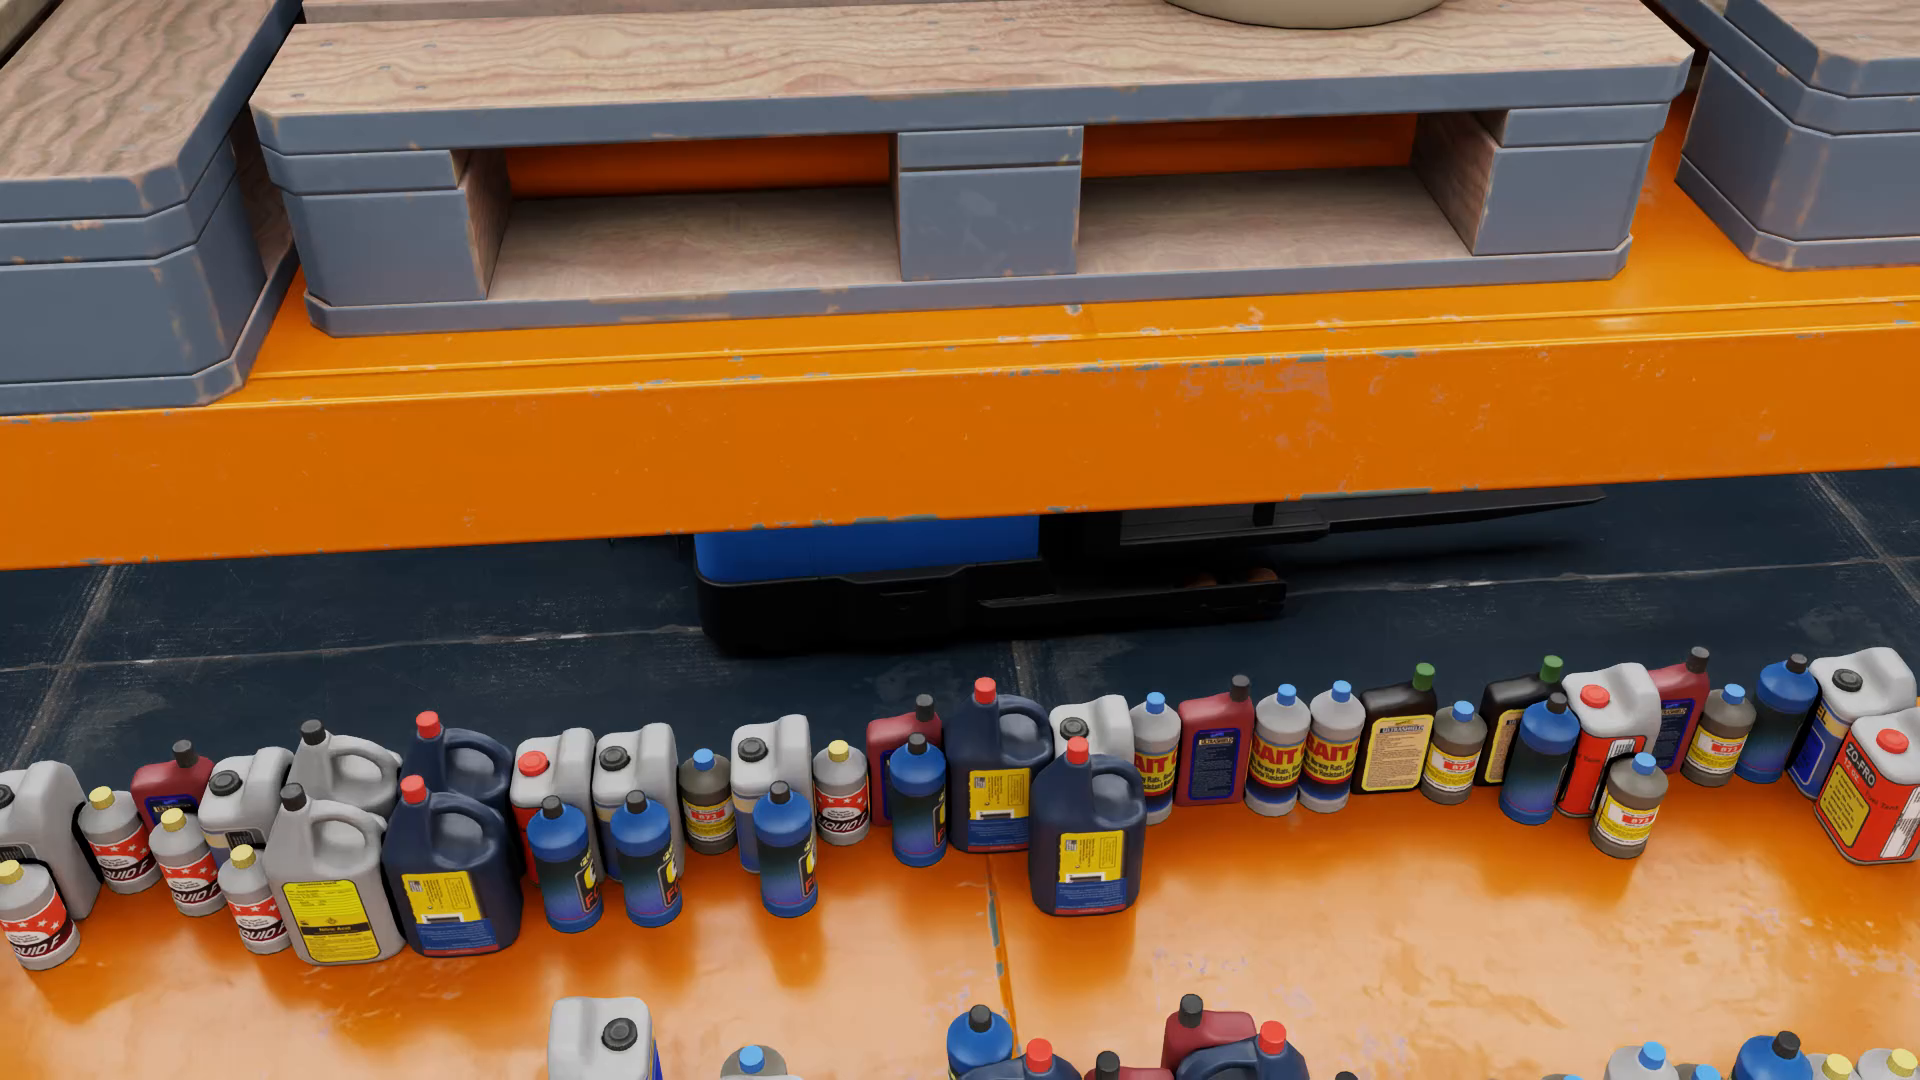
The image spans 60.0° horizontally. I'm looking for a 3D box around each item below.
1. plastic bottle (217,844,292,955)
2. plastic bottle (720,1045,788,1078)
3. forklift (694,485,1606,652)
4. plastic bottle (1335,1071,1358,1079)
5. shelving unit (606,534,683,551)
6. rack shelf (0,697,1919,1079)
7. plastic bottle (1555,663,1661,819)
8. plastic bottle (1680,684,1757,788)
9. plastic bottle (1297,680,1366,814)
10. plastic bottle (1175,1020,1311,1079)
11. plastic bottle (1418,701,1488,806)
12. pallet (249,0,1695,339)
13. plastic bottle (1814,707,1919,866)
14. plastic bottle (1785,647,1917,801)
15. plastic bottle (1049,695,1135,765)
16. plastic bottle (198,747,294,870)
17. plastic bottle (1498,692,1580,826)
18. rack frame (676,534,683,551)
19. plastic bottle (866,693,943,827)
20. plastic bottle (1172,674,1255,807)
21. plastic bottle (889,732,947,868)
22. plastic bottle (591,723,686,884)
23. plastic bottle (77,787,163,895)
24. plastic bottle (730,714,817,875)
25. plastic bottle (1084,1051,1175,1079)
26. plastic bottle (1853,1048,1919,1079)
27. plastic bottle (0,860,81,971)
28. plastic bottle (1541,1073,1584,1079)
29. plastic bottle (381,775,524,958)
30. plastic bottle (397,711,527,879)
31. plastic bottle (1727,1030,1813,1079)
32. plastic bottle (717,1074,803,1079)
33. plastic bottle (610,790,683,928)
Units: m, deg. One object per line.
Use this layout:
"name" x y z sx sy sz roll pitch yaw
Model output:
"plastic bottle" -1.161 0.584 2.749 0.097 0.201 0.097 0 38 0
"plastic bottle" -0.300 0.819 2.451 0.097 0.201 0.097 0 38 0
"forklift" 0.625 -1.202 4.907 3.031 2.935 1.130 -5 39 -6
"plastic bottle" 0.562 0.845 2.351 0.133 0.283 0.061 -3 38 -4
"shelving unit" -1.080 -0.438 5.454 0.252 1.050 0.215 3 39 4
"rack shelf" 0.074 0.844 2.840 4.000 0.370 1.077 -3 38 -4
"plastic bottle" 1.145 0.350 2.985 0.135 0.276 0.152 -3 38 -4
"plastic bottle" 1.391 0.349 3.047 0.097 0.201 0.097 0 38 0
"plastic bottle" 0.665 0.361 2.975 0.097 0.271 0.097 0 38 0
"plastic bottle" 0.400 0.802 2.352 0.185 0.351 0.144 -3 38 -4
"plastic bottle" 0.895 0.376 3.012 0.097 0.201 0.097 0 38 0
"pallet" -0.017 -0.600 1.819 1.213 0.211 1.003 -3 38 -4
"plastic bottle" 1.620 0.418 2.898 0.135 0.276 0.152 -3 38 -4
"plastic bottle" 1.606 0.325 3.017 0.135 0.276 0.152 -3 38 -4
"plastic bottle" 0.225 0.401 2.921 0.135 0.276 0.152 -3 38 -4
"plastic bottle" -1.191 0.479 2.822 0.135 0.276 0.152 -3 38 -4
"plastic bottle" 1.033 0.379 2.952 0.097 0.271 0.097 0 38 0
"rack frame" -0.959 -0.432 5.445 0.008 1.050 0.200 3 39 4
"plastic bottle" -0.097 0.387 2.932 0.133 0.283 0.061 -3 38 -4
"plastic bottle" 0.451 0.357 2.970 0.133 0.283 0.061 -3 38 -4
"plastic bottle" -0.072 0.440 2.875 0.097 0.271 0.097 0 38 0
"plastic bottle" -0.554 0.444 2.866 0.135 0.276 0.152 -3 38 -4
"plastic bottle" -1.441 0.505 2.849 0.097 0.201 0.097 0 38 0
"plastic bottle" -0.323 0.431 2.883 0.135 0.276 0.152 -3 38 -4
"plastic bottle" 0.240 0.825 2.377 0.133 0.283 0.061 -3 38 -4
"plastic bottle" 1.354 0.823 2.446 0.097 0.201 0.097 0 38 0
"plastic bottle" -1.525 0.604 2.723 0.097 0.201 0.097 0 38 0
"plastic bottle" 0.870 0.849 2.412 0.097 0.201 0.097 0 38 0
"plastic bottle" -0.835 0.517 2.713 0.185 0.351 0.144 -3 38 -4
"plastic bottle" -0.848 0.428 2.826 0.185 0.351 0.144 -3 38 -4
"plastic bottle" 1.160 0.806 2.411 0.097 0.271 0.097 0 38 0
"plastic bottle" -0.270 0.866 2.331 0.135 0.276 0.152 -3 38 -4
"plastic bottle" -0.525 0.521 2.772 0.097 0.271 0.097 0 38 0
